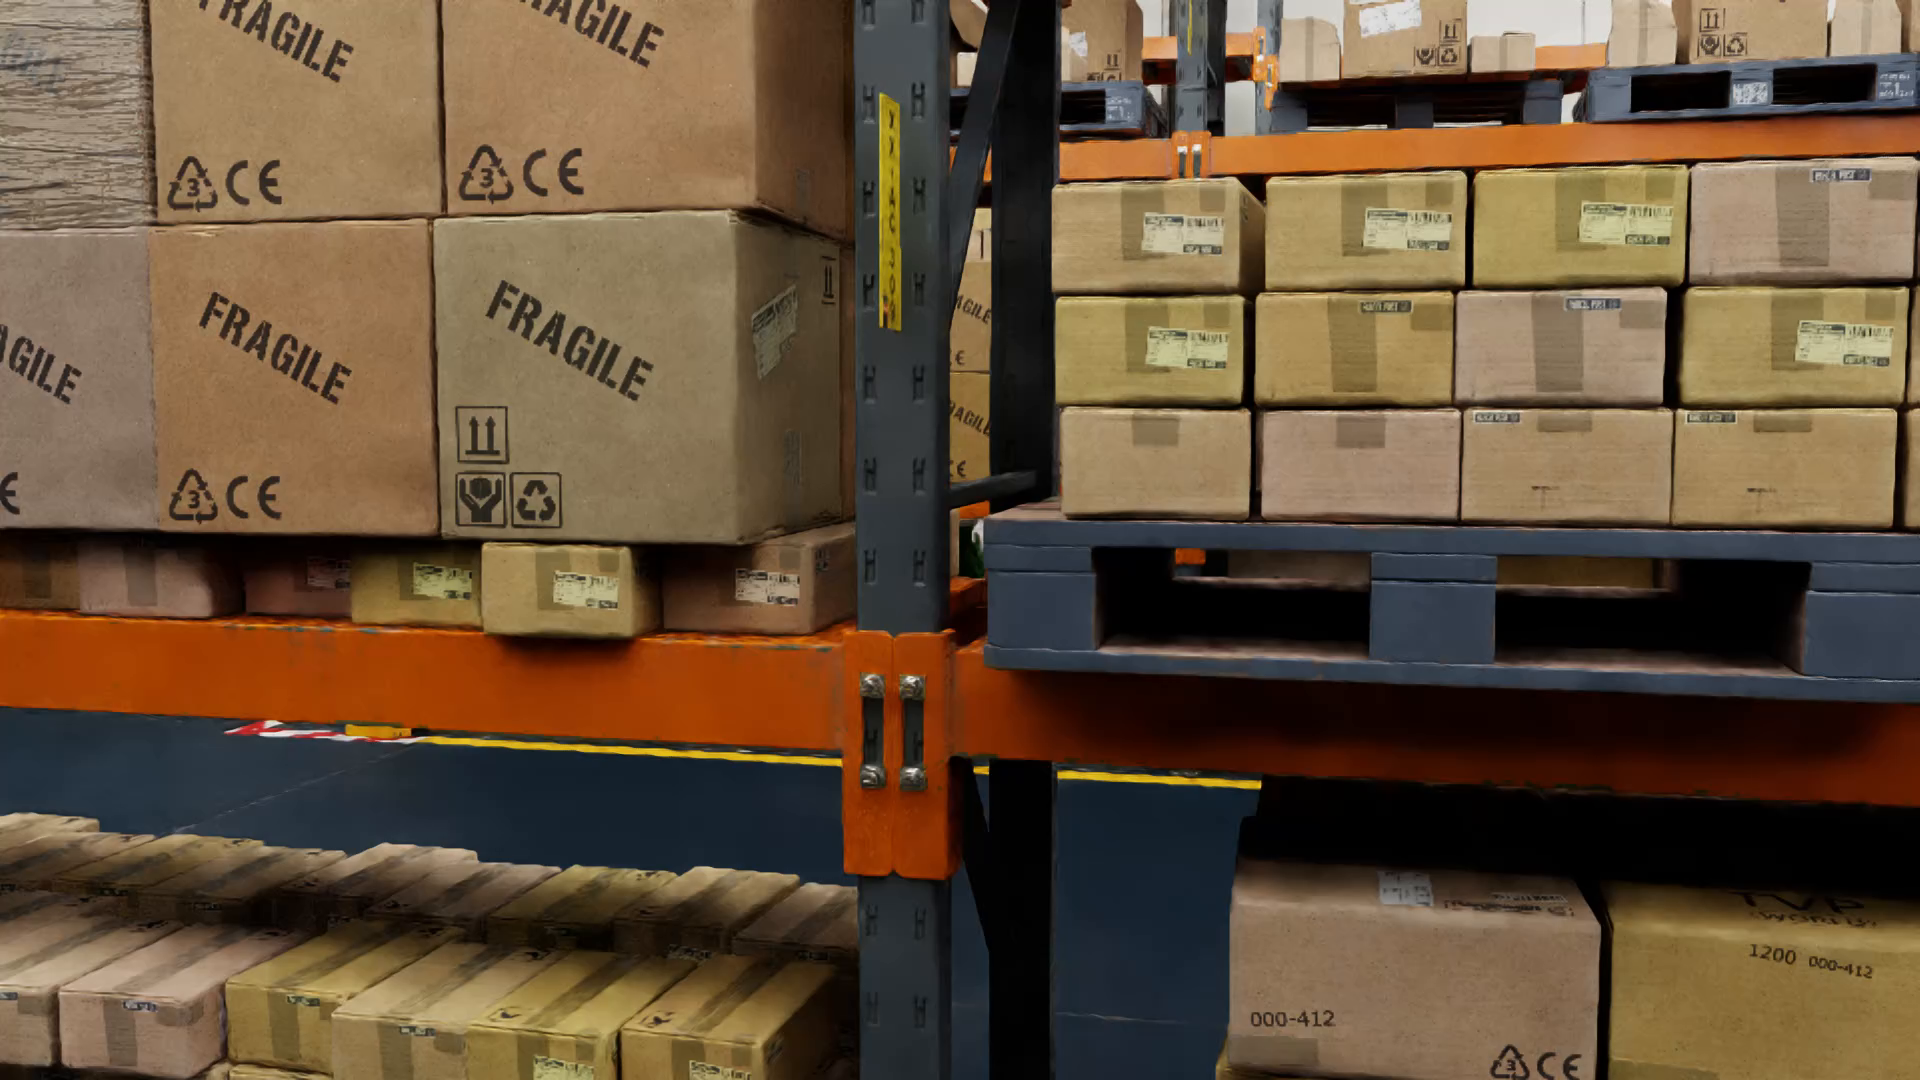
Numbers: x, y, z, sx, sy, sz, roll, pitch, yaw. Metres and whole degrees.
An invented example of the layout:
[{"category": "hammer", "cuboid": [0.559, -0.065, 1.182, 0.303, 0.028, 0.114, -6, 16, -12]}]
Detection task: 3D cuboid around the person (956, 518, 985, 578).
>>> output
[{"category": "person", "cuboid": [-0.126, -0.092, 10.114, 0.689, 1.787, 0.577, 2, 5, 24]}]
